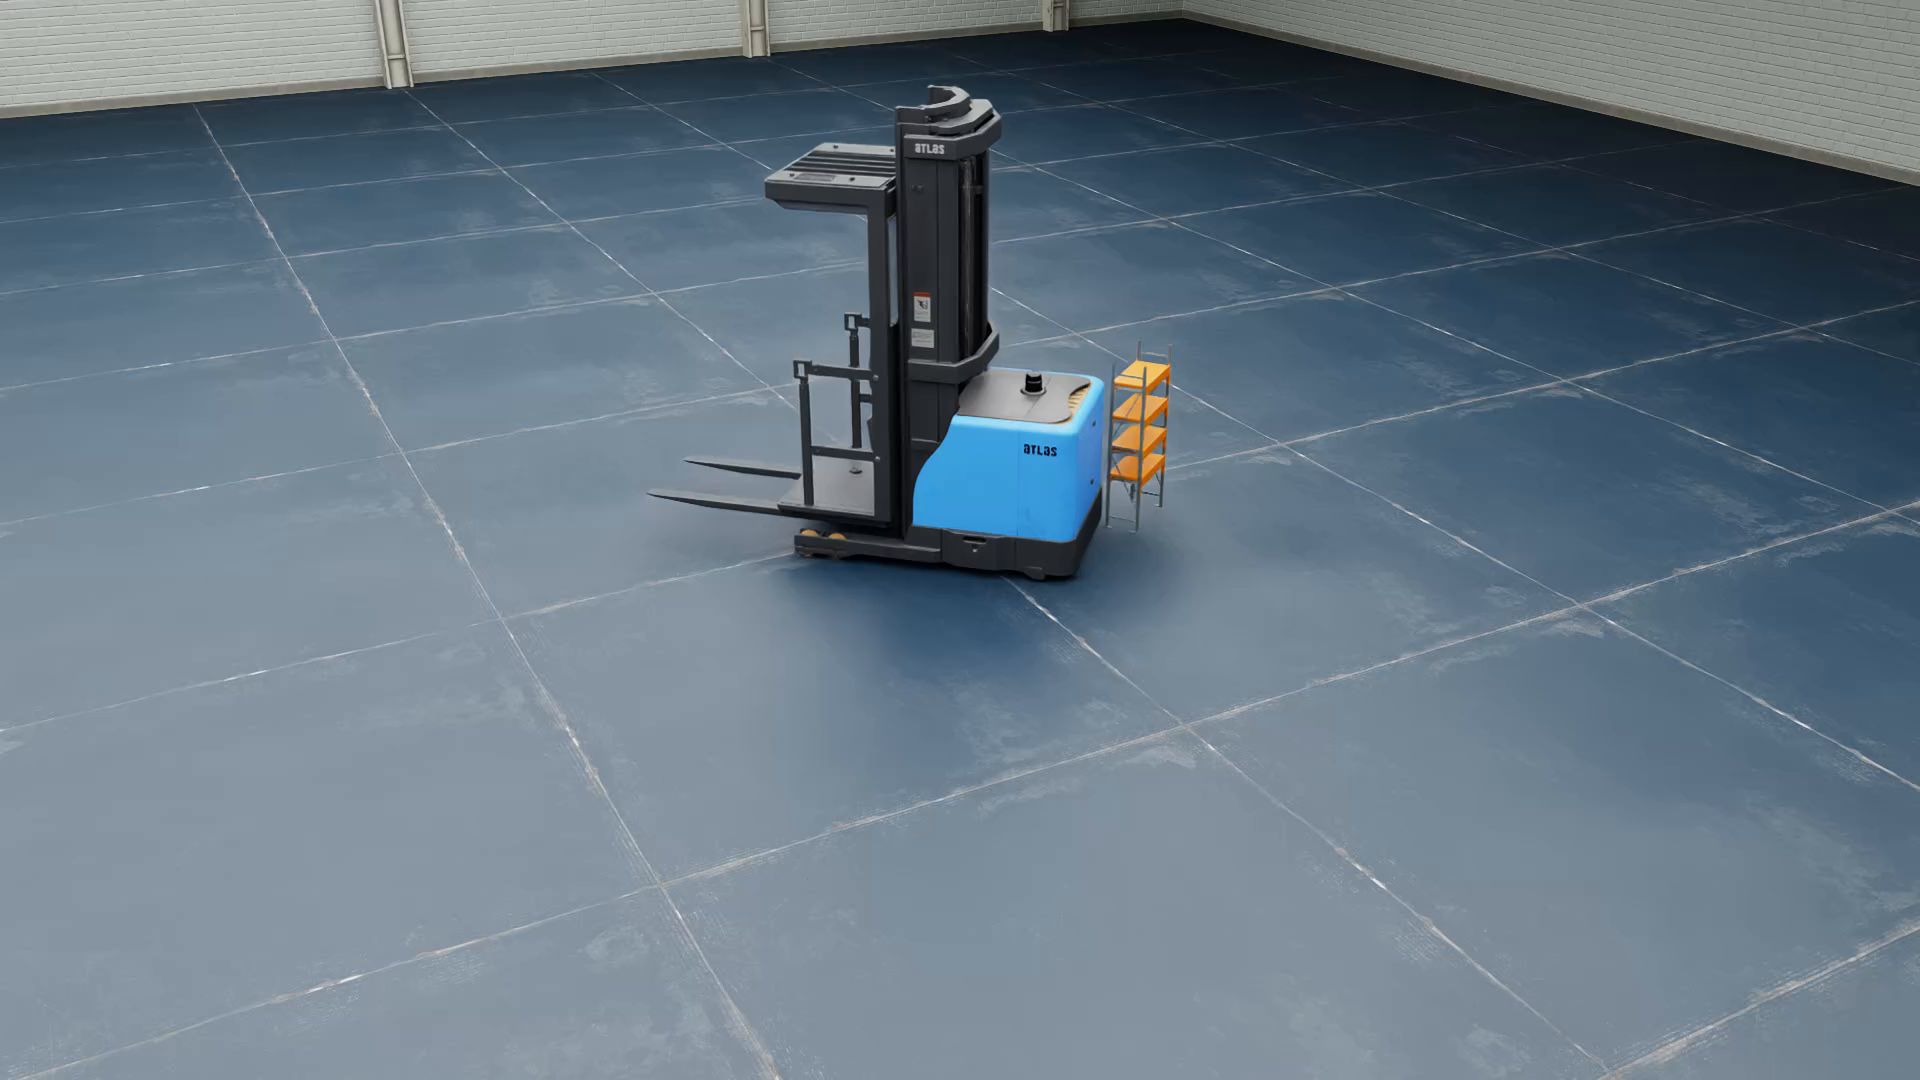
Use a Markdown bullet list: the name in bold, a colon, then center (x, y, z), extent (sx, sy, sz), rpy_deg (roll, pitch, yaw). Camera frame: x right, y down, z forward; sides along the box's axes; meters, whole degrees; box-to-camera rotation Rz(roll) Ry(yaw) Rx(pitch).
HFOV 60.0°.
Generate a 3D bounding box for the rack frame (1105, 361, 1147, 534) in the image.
- **rack frame**: center (1.107, -0.607, 11.129), extent (0.240, 1.200, 0.015), rpy_deg (12, 28, 23)

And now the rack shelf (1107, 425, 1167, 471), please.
- **rack shelf**: center (1.213, -0.642, 11.356), extent (0.258, 0.148, 0.480), rpy_deg (12, 28, 23)

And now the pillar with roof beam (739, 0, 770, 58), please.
- **pillar with roof beam**: center (-1.479, -10.757, 23.258), extent (0.400, 9.000, 9.100), rpy_deg (-13, 29, -25)

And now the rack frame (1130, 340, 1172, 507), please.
- **rack frame**: center (1.319, -0.798, 11.525), extent (0.240, 1.200, 0.015), rpy_deg (12, 28, 23)

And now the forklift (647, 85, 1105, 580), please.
- **forklift**: center (-0.603, -1.407, 10.795), extent (3.031, 2.935, 1.130), rpy_deg (7, 26, 14)

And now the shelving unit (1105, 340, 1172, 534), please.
- **shelving unit**: center (1.213, -0.702, 11.327), extent (0.258, 1.200, 0.503), rpy_deg (12, 28, 23)

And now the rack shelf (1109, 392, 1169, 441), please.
- **rack shelf**: center (1.213, -0.843, 11.259), extent (0.258, 0.148, 0.480), rpy_deg (12, 28, 23)

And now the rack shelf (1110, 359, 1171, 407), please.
- **rack shelf**: center (1.213, -1.057, 11.157), extent (0.258, 0.148, 0.480), rpy_deg (12, 28, 23)

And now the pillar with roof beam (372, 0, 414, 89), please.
- **pillar with roof beam**: center (-6.773, -9.535, 20.712), extent (0.400, 9.000, 9.100), rpy_deg (-13, 29, -25)

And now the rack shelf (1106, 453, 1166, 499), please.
- **rack shelf**: center (1.213, -0.463, 11.442), extent (0.258, 0.148, 0.480), rpy_deg (12, 28, 23)

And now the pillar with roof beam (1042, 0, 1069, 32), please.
- **pillar with roof beam**: center (3.815, -11.979, 25.803), extent (0.400, 9.000, 9.100), rpy_deg (-13, 29, -25)
